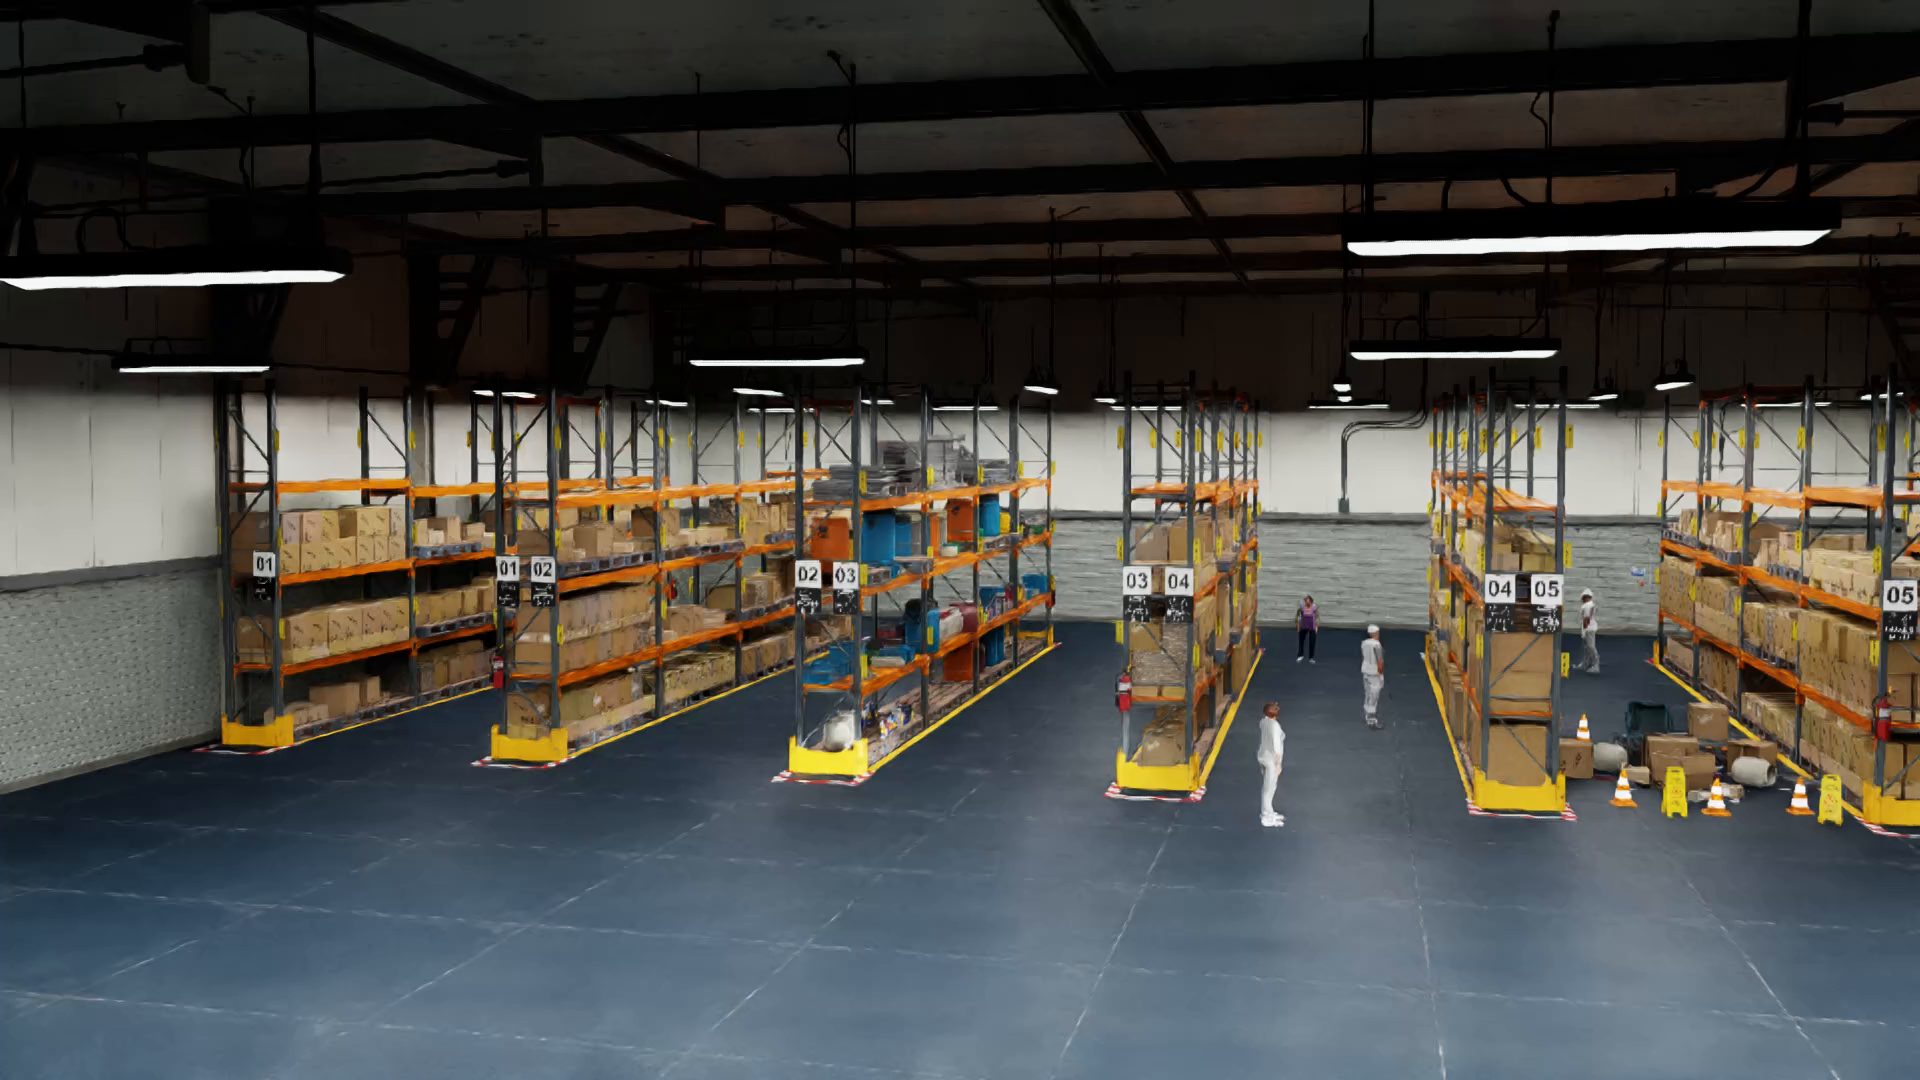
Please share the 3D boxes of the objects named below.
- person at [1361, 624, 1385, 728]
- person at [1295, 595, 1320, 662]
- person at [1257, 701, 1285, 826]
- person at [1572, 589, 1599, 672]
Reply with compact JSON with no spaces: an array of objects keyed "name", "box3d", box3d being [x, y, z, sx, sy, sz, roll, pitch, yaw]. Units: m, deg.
[{"name":"person","box3d":[7.241,2.350,29.011,0.442,1.792,0.606,-1,4,-17]},{"name":"person","box3d":[7.833,1.990,37.479,0.566,1.541,0.519,1,3,11]},{"name":"person","box3d":[4.074,2.891,21.680,0.409,1.599,0.464,-1,4,-15]},{"name":"person","box3d":[13.554,1.939,35.984,0.582,1.783,0.693,2,4,25]}]
